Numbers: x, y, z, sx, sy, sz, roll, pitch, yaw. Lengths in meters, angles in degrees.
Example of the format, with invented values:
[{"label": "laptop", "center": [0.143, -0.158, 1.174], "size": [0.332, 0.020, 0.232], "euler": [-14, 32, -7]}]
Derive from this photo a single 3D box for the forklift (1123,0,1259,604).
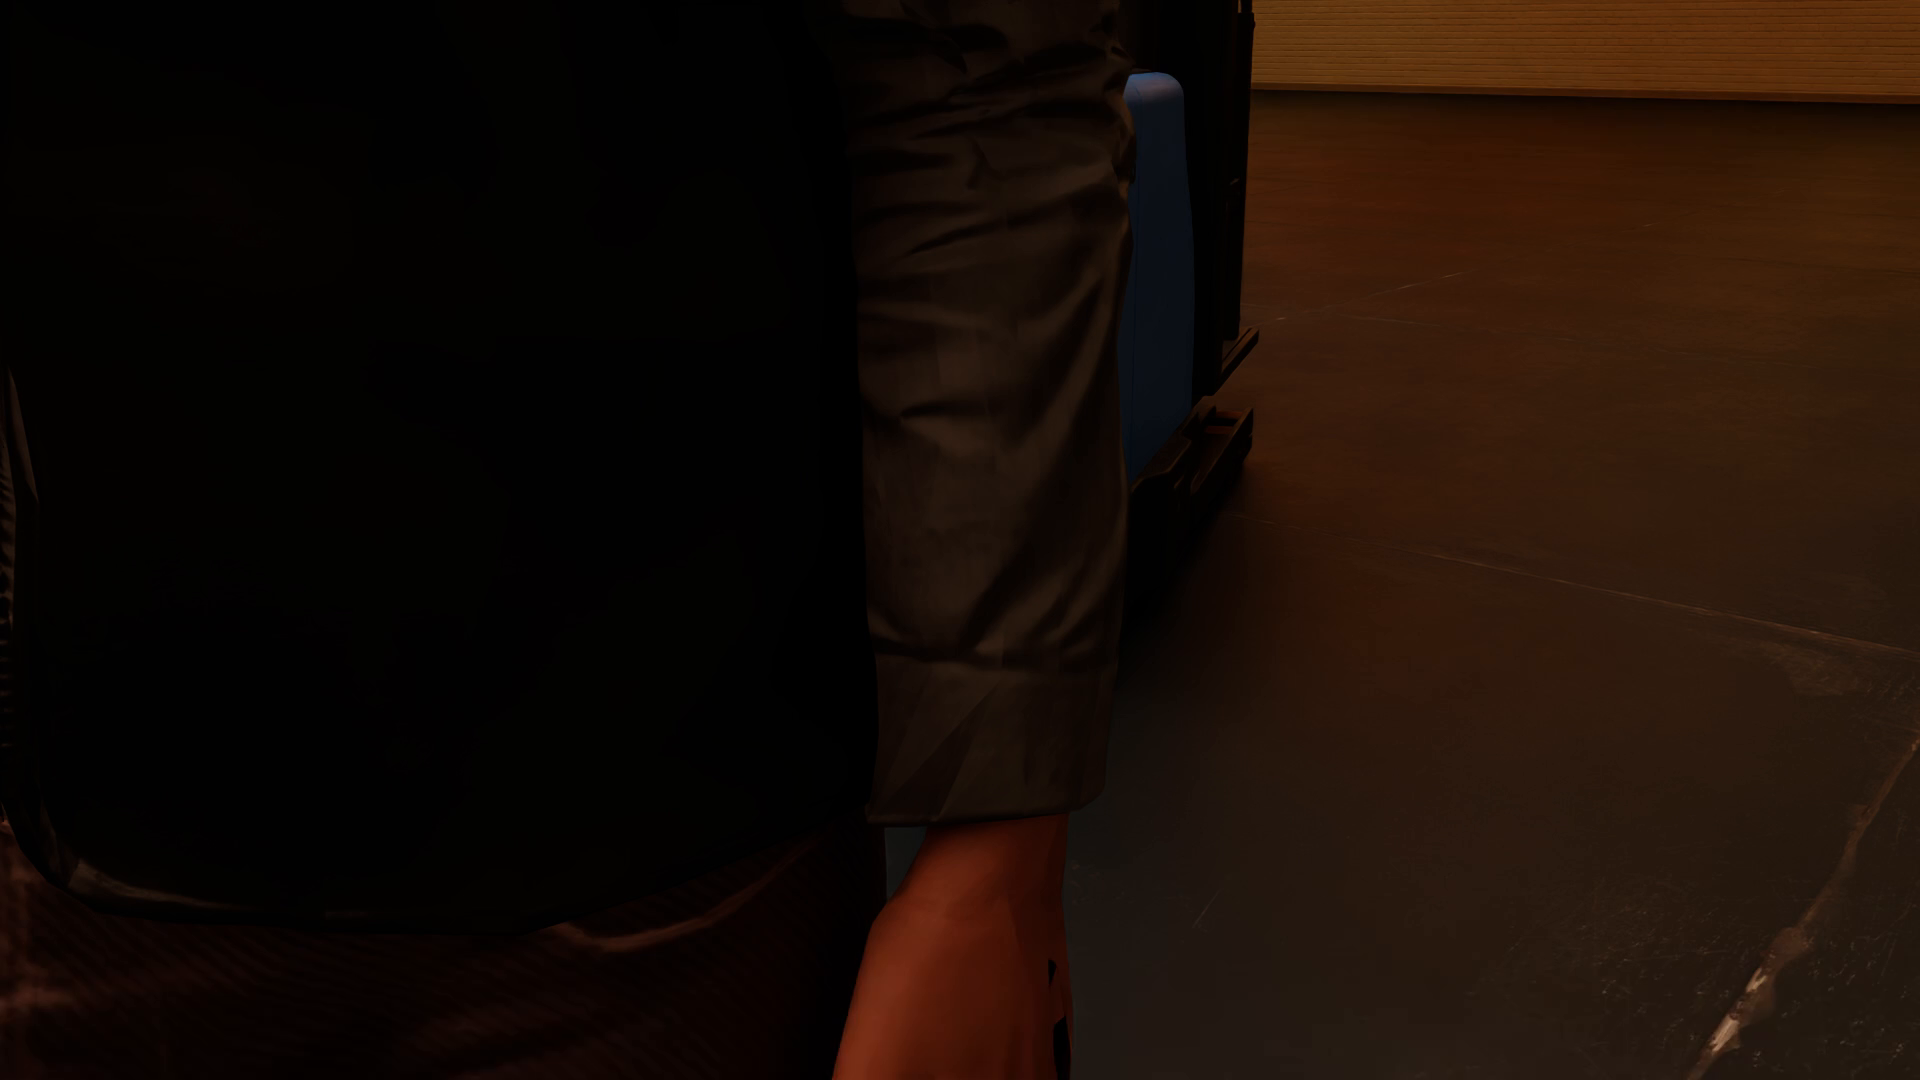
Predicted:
[{"label": "forklift", "center": [0.182, -1.571, 4.072], "size": [1.130, 2.935, 3.031], "euler": [5, 18, 17]}]
